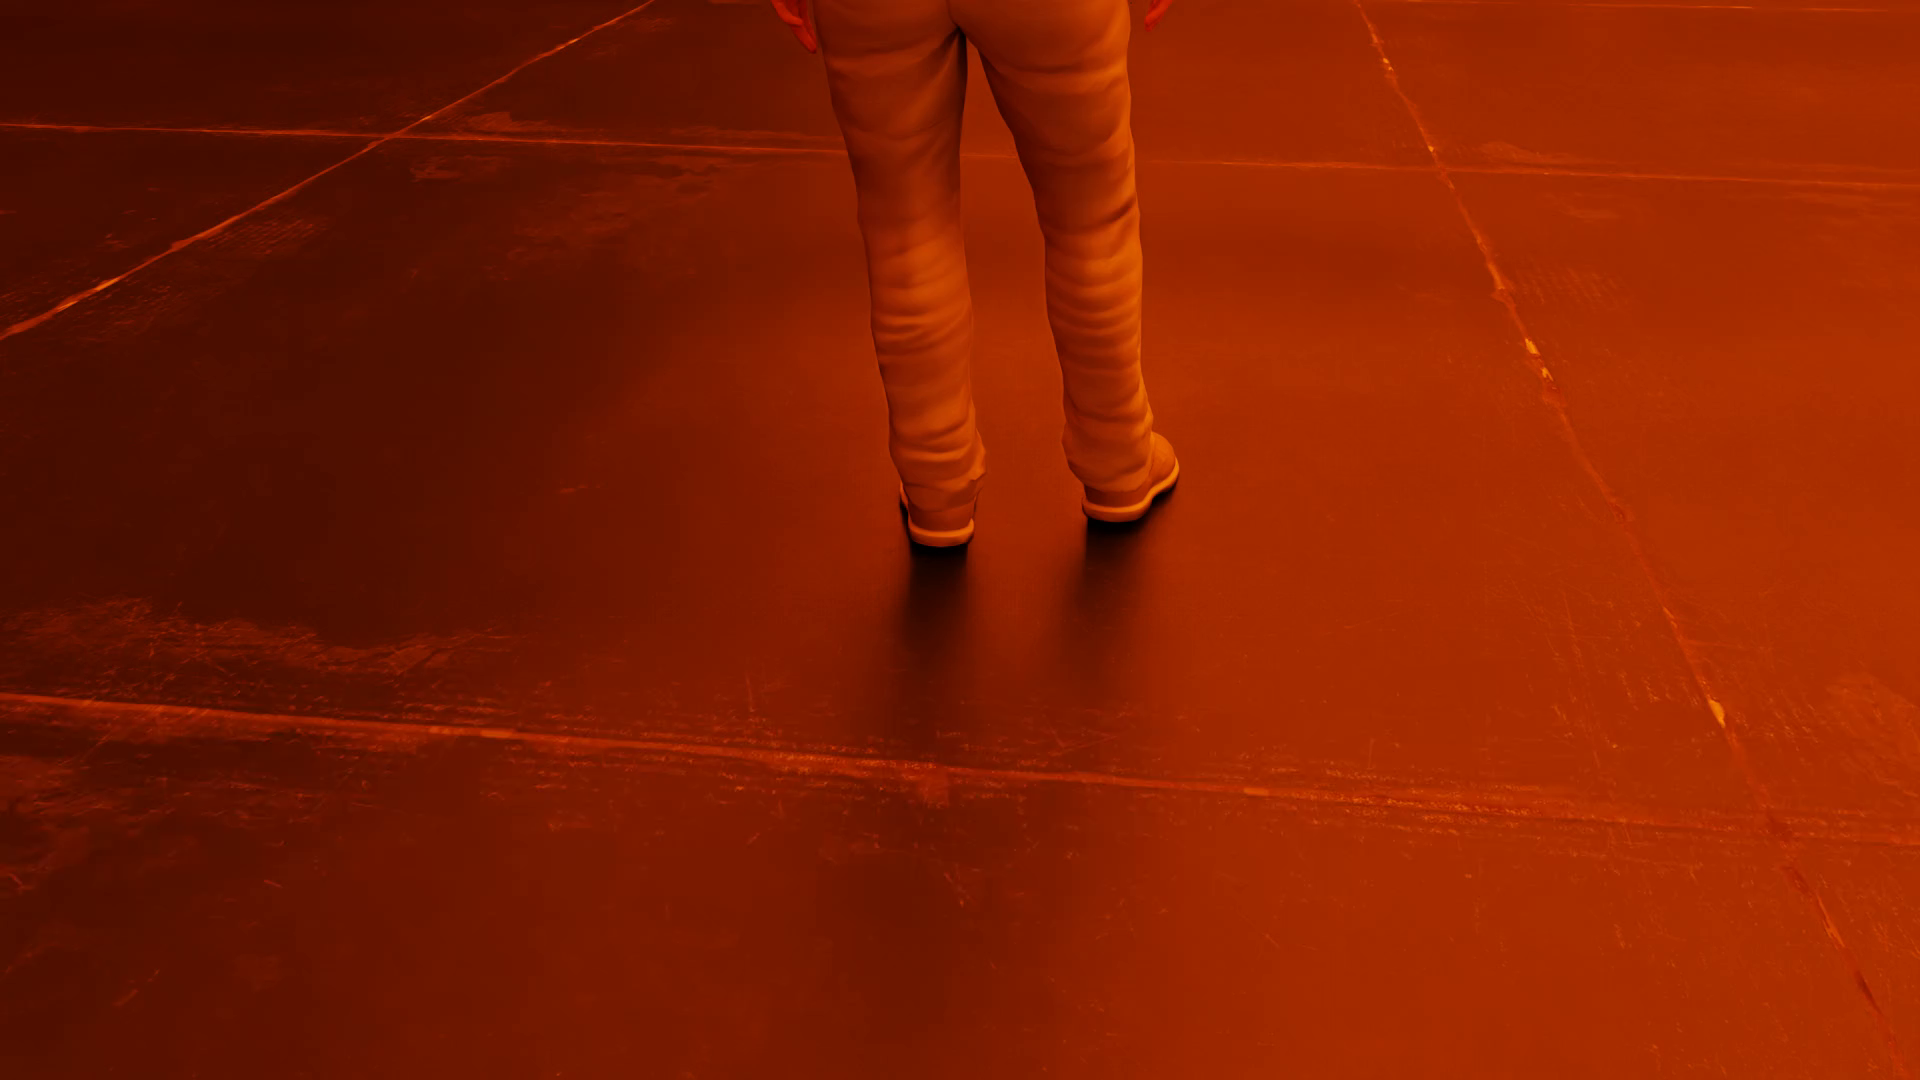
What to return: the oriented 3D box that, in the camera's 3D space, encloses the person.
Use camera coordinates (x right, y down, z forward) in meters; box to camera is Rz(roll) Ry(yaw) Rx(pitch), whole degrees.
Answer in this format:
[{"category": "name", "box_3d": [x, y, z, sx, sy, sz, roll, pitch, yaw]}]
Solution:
[{"category": "person", "box_3d": [0.033, -0.786, 2.190, 0.598, 1.670, 0.529, 3, 27, 7]}]
